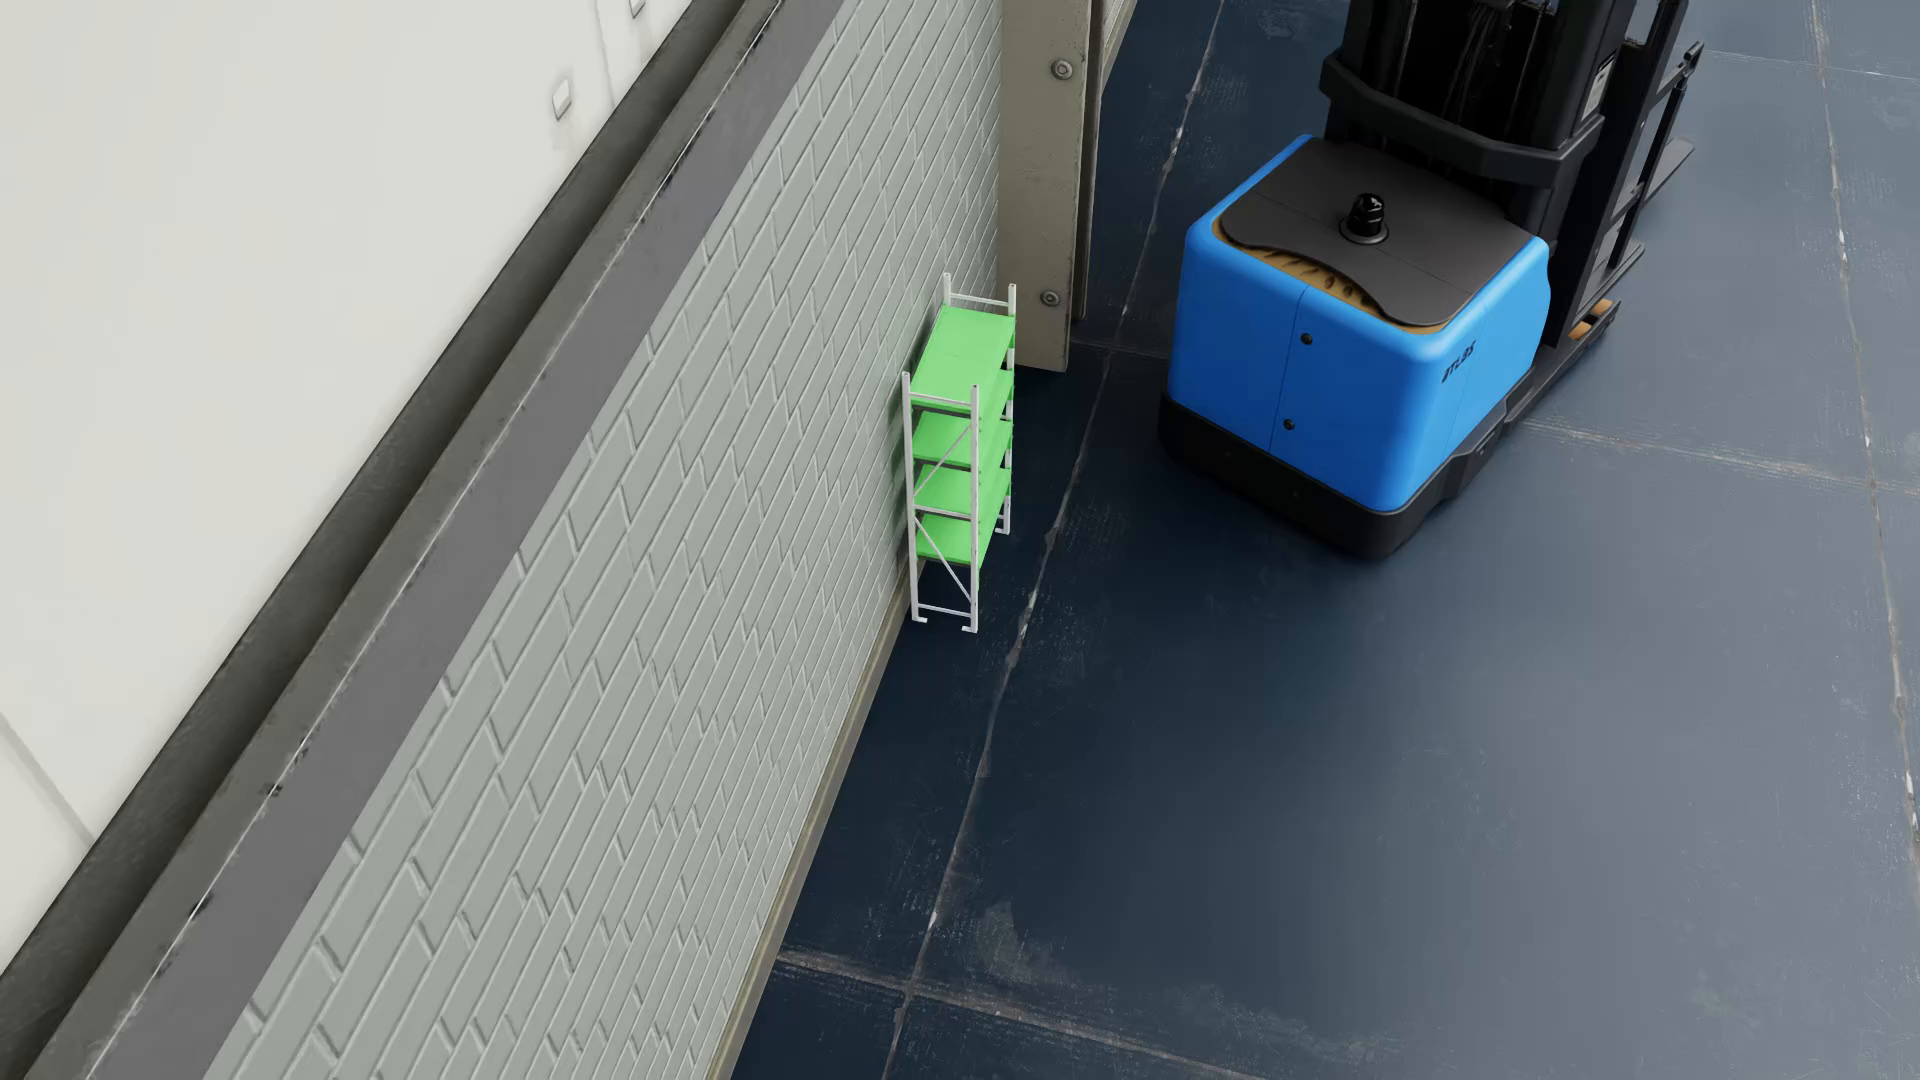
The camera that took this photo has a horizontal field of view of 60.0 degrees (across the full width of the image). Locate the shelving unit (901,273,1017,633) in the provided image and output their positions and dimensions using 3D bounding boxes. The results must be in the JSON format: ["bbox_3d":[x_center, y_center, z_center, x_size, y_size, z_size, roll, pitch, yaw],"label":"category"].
[{"bbox_3d":[0.004,-0.269,5.686,0.258,1.200,0.503,11,49,10],"label":"shelving unit"}]

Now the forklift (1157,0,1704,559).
[{"bbox_3d":[2.110,-1.940,6.007,1.130,2.935,3.031,33,56,25],"label":"forklift"}]

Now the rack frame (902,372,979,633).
[{"bbox_3d":[-0.058,-0.092,5.530,0.240,1.200,0.015,11,49,10],"label":"rack frame"}]

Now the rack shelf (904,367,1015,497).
[{"bbox_3d":[0.003,-0.386,5.554,0.258,0.148,0.480,11,49,10],"label":"rack shelf"}]

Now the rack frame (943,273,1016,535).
[{"bbox_3d":[0.066,-0.446,5.842,0.240,1.200,0.015,11,49,10],"label":"rack frame"}]

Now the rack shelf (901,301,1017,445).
[{"bbox_3d":[0.002,-0.545,5.374,0.258,0.148,0.480,11,49,10],"label":"rack shelf"}]

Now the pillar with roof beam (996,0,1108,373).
[{"bbox_3d":[4.489,-2.992,2.889,9.100,9.000,0.400,12,50,10],"label":"pillar with roof beam"}]

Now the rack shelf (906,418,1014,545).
[{"bbox_3d":[0.004,-0.226,5.734,0.258,0.148,0.480,11,49,10],"label":"rack shelf"}]

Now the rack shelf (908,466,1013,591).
[{"bbox_3d":[0.005,-0.067,5.914,0.258,0.148,0.480,11,49,10],"label":"rack shelf"}]
